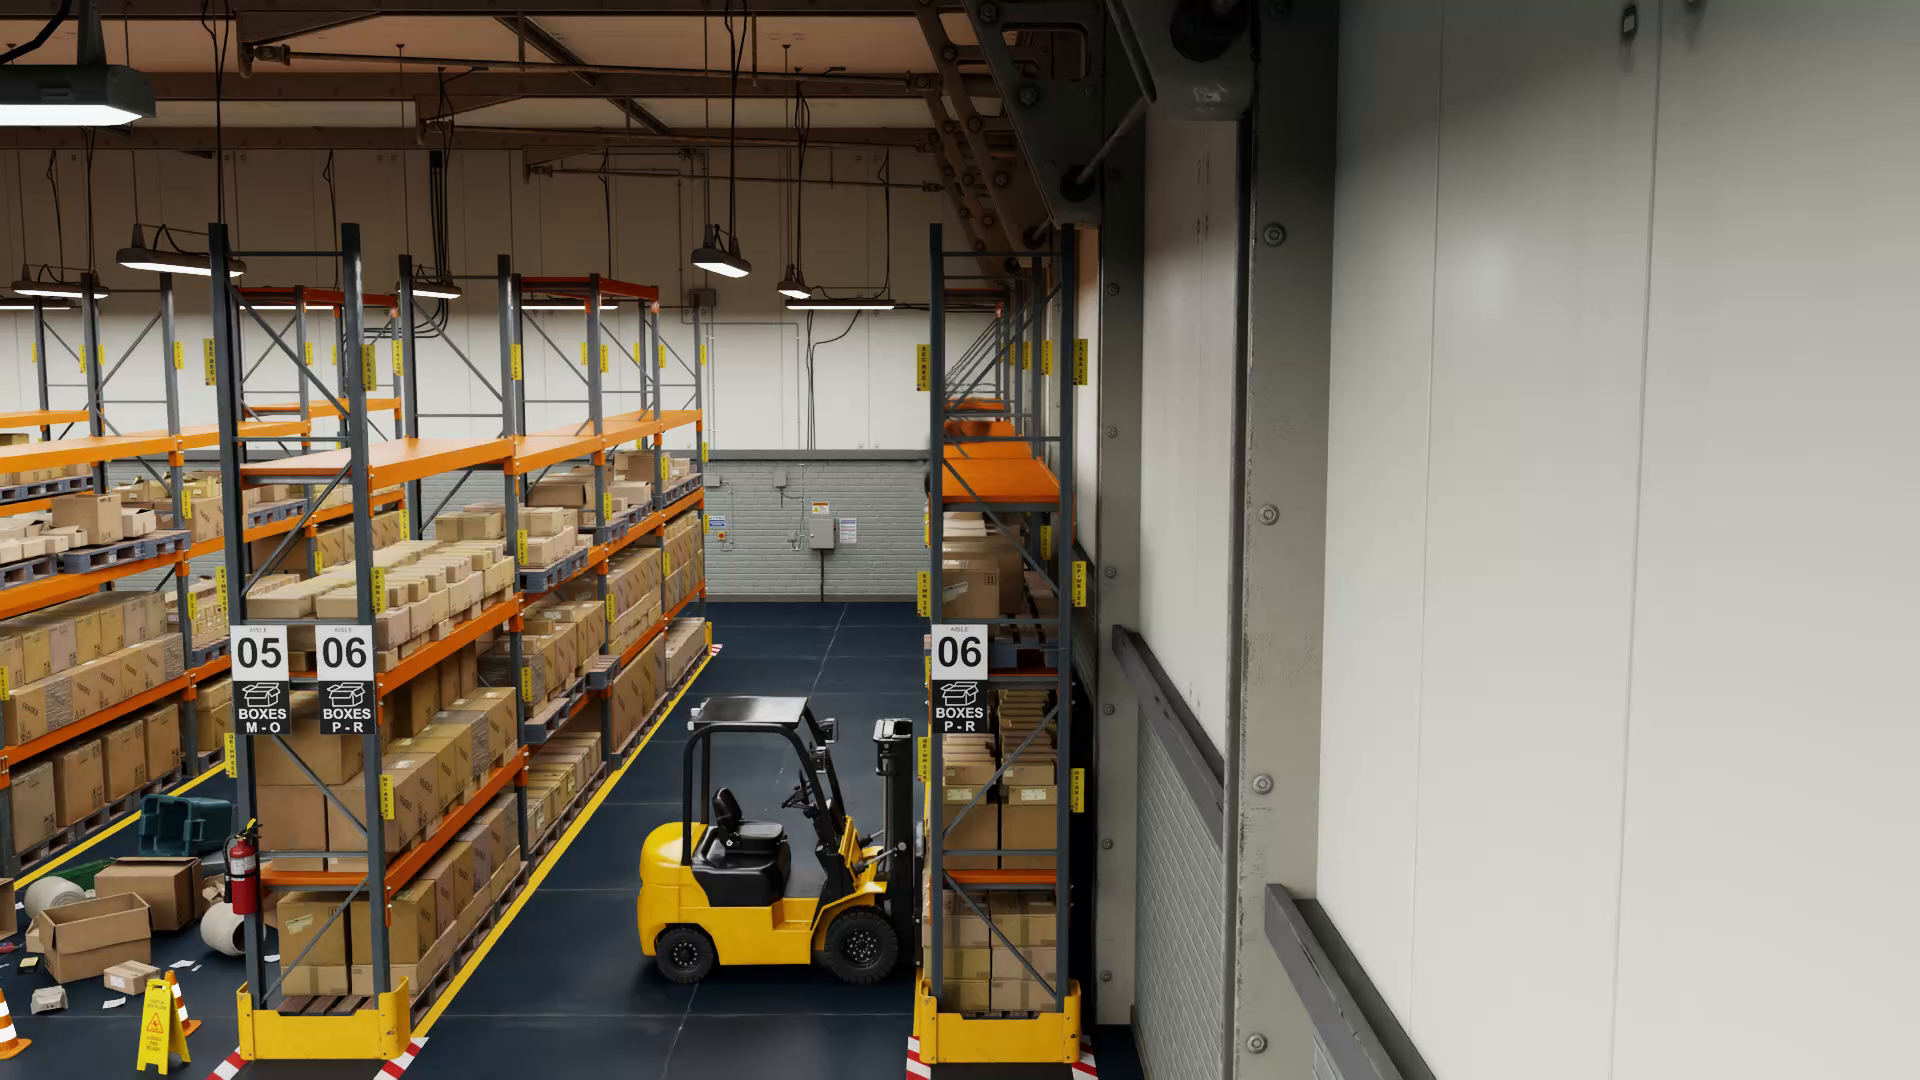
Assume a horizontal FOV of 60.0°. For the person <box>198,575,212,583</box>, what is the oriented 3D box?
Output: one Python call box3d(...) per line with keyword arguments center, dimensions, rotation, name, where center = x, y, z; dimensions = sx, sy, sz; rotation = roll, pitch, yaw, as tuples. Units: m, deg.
box3d(center=(-11.457, 1.385, 25.441), dimensions=(0.539, 1.730, 0.762), rotation=(1, 7, 10), name="person")
